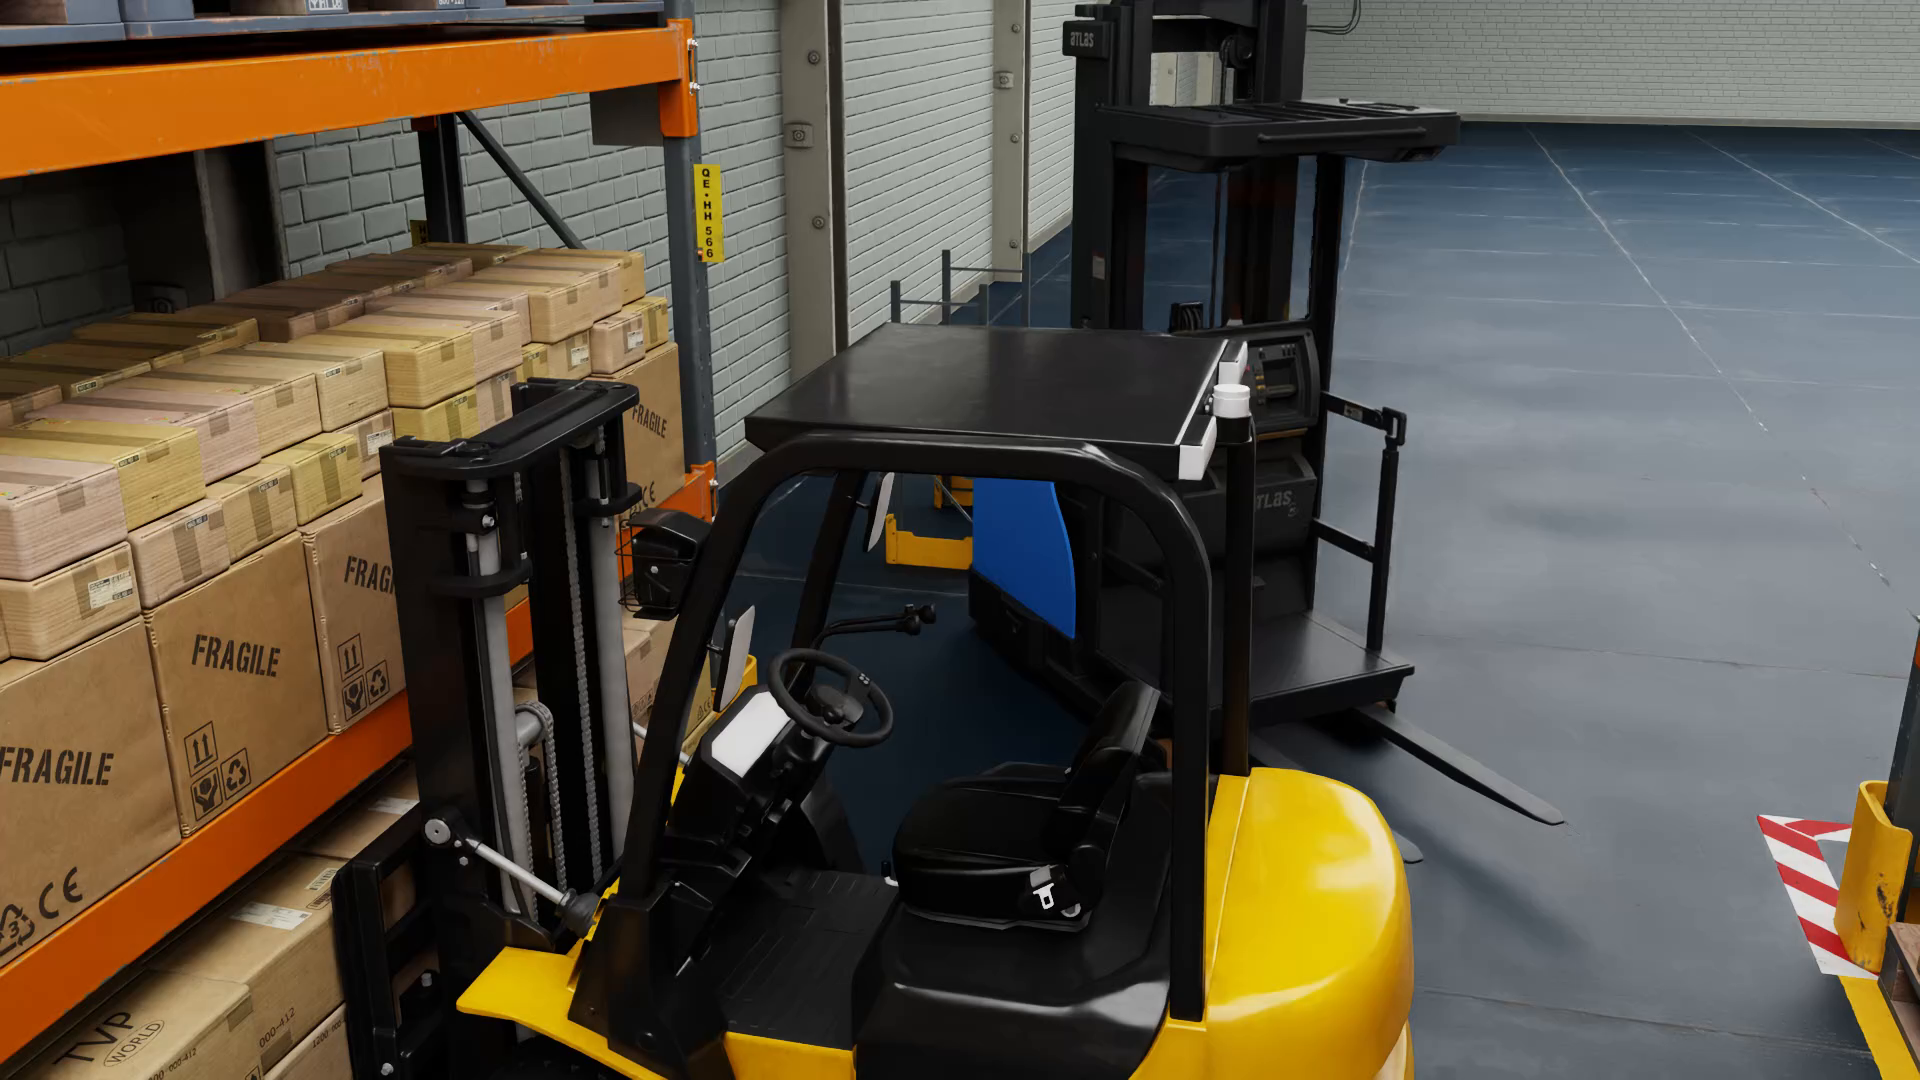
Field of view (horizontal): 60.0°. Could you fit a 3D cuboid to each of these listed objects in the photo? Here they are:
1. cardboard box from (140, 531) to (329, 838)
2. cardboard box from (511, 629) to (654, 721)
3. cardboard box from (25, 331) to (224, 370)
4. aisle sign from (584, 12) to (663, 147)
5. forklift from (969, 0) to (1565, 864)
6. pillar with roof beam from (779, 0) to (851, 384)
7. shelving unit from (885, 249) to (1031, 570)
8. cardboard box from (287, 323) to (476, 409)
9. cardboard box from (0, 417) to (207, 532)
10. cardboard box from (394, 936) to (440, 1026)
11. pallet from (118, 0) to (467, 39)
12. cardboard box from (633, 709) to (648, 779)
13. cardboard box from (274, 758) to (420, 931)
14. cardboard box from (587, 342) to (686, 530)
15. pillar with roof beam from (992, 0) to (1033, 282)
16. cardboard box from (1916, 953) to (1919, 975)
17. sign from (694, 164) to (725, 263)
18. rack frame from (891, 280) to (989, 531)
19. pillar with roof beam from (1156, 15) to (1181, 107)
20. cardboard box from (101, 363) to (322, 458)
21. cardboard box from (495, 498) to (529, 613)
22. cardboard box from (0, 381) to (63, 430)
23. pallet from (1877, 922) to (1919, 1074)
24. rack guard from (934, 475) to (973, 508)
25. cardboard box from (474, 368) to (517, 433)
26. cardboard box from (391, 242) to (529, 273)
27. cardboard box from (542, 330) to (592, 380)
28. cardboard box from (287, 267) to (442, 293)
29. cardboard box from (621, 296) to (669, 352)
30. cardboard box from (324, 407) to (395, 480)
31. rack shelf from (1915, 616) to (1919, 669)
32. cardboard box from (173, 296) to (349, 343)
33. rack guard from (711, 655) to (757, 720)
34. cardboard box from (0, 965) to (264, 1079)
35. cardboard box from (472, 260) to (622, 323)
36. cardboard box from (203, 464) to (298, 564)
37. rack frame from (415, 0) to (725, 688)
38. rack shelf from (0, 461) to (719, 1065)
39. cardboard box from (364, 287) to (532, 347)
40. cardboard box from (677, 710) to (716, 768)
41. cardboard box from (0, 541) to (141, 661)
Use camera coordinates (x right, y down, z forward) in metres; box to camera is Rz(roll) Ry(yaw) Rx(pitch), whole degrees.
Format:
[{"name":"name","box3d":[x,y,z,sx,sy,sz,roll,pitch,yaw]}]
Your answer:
[{"name":"cardboard box","box3d":[-1.755,0.275,3.586,0.500,0.500,0.500,4,19,13]},{"name":"cardboard box","box3d":[-1.302,0.470,5.230,0.500,0.250,0.500,5,19,14]},{"name":"cardboard box","box3d":[-2.068,-0.413,4.139,0.380,0.149,0.250,5,19,14]},{"name":"aisle sign","box3d":[-1.072,-1.717,5.551,0.394,0.787,0.004,5,19,13]},{"name":"forklift","box3d":[1.125,-0.613,6.446,1.130,2.935,3.031,-9,21,-24]},{"name":"pillar with roof beam","box3d":[3.223,-4.722,9.089,9.100,9.000,0.400,5,19,13]},{"name":"shelving unit","box3d":[0.019,-0.734,9.015,0.587,1.500,1.083,5,19,13]},{"name":"cardboard box","box3d":[-1.471,-0.447,4.238,0.380,0.149,0.250,5,19,14]},{"name":"cardboard box","box3d":[-1.755,-0.133,3.317,0.380,0.149,0.250,4,19,13]},{"name":"cardboard box","box3d":[-1.553,1.030,4.361,0.500,0.250,0.500,5,19,13]},{"name":"pallet","box3d":[-1.867,-1.264,3.743,1.003,0.211,1.213,5,19,13]},{"name":"cardboard box","box3d":[-1.322,0.710,5.298,0.500,0.250,0.500,4,19,13]},{"name":"cardboard box","box3d":[-1.547,0.787,4.301,0.500,0.250,0.500,4,19,12]},{"name":"cardboard box","box3d":[-1.239,-0.362,5.451,0.500,0.500,0.500,4,19,12]},{"name":"pillar with roof beam","box3d":[4.689,-6.602,14.595,9.100,9.000,0.400,5,19,13]},{"name":"cardboard box","box3d":[2.976,1.235,4.535,0.500,0.250,0.500,4,19,13]},{"name":"sign","box3d":[-0.850,-1.102,5.616,0.100,0.325,0.005,5,19,13]},{"name":"rack frame","box3d":[-0.103,-0.577,8.557,0.500,1.500,0.032,5,19,13]},{"name":"pillar with roof beam","box3d":[7.621,-10.364,25.607,9.100,9.000,0.400,5,19,13]},{"name":"cardboard box","box3d":[-1.703,-0.297,3.797,0.380,0.149,0.250,5,19,14]},{"name":"cardboard box","box3d":[-1.499,-0.039,4.507,0.500,0.500,0.500,4,19,12]},{"name":"cardboard box","box3d":[-2.221,-0.253,3.670,0.380,0.149,0.250,4,19,13]},{"name":"pallet","box3d":[3.190,1.497,4.479,1.003,0.211,1.213,5,19,13]},{"name":"rack guard","box3d":[0.140,-0.298,9.674,0.587,0.250,0.087,5,19,13]},{"name":"cardboard box","box3d":[-1.433,-0.390,4.529,0.380,0.149,0.250,4,19,12]},{"name":"cardboard box","box3d":[-1.662,-0.896,5.551,0.380,0.149,0.250,4,19,12]},{"name":"cardboard box","box3d":[-1.342,-0.554,5.010,0.380,0.149,0.250,5,19,14]},{"name":"cardboard box","box3d":[-1.810,-0.733,5.073,0.380,0.149,0.250,5,19,14]},{"name":"cardboard box","box3d":[-1.186,-0.713,5.475,0.380,0.149,0.250,5,19,14]},{"name":"cardboard box","box3d":[-1.624,-0.238,4.084,0.380,0.149,0.250,5,19,13]},{"name":"rack shelf","box3d":[2.953,0.869,3.116,1.077,0.370,4.000,5,19,13]},{"name":"cardboard box","box3d":[-1.925,-0.572,4.602,0.380,0.149,0.250,5,20,15]},{"name":"rack guard","box3d":[-1.367,0.686,6.405,1.175,0.500,0.348,5,19,13]},{"name":"cardboard box","box3d":[-1.793,1.107,3.362,0.500,0.250,0.500,5,19,13]},{"name":"cardboard box","box3d":[-1.286,-0.776,5.199,0.380,0.149,0.250,5,19,13]},{"name":"cardboard box","box3d":[-1.677,-0.068,3.587,0.380,0.149,0.250,4,19,12]},{"name":"rack frame","box3d":[-1.373,-0.489,5.979,1.000,3.000,0.127,5,19,13]},{"name":"rack shelf","box3d":[-1.862,0.478,4.260,1.077,0.370,4.000,5,19,13]},{"name":"cardboard box","box3d":[-1.457,-0.619,4.742,0.380,0.149,0.250,5,19,14]},{"name":"cardboard box","box3d":[-1.181,0.785,5.852,0.500,0.250,0.500,5,19,14]},{"name":"cardboard box","box3d":[-1.787,0.094,3.112,0.380,0.149,0.250,5,20,15]}]
